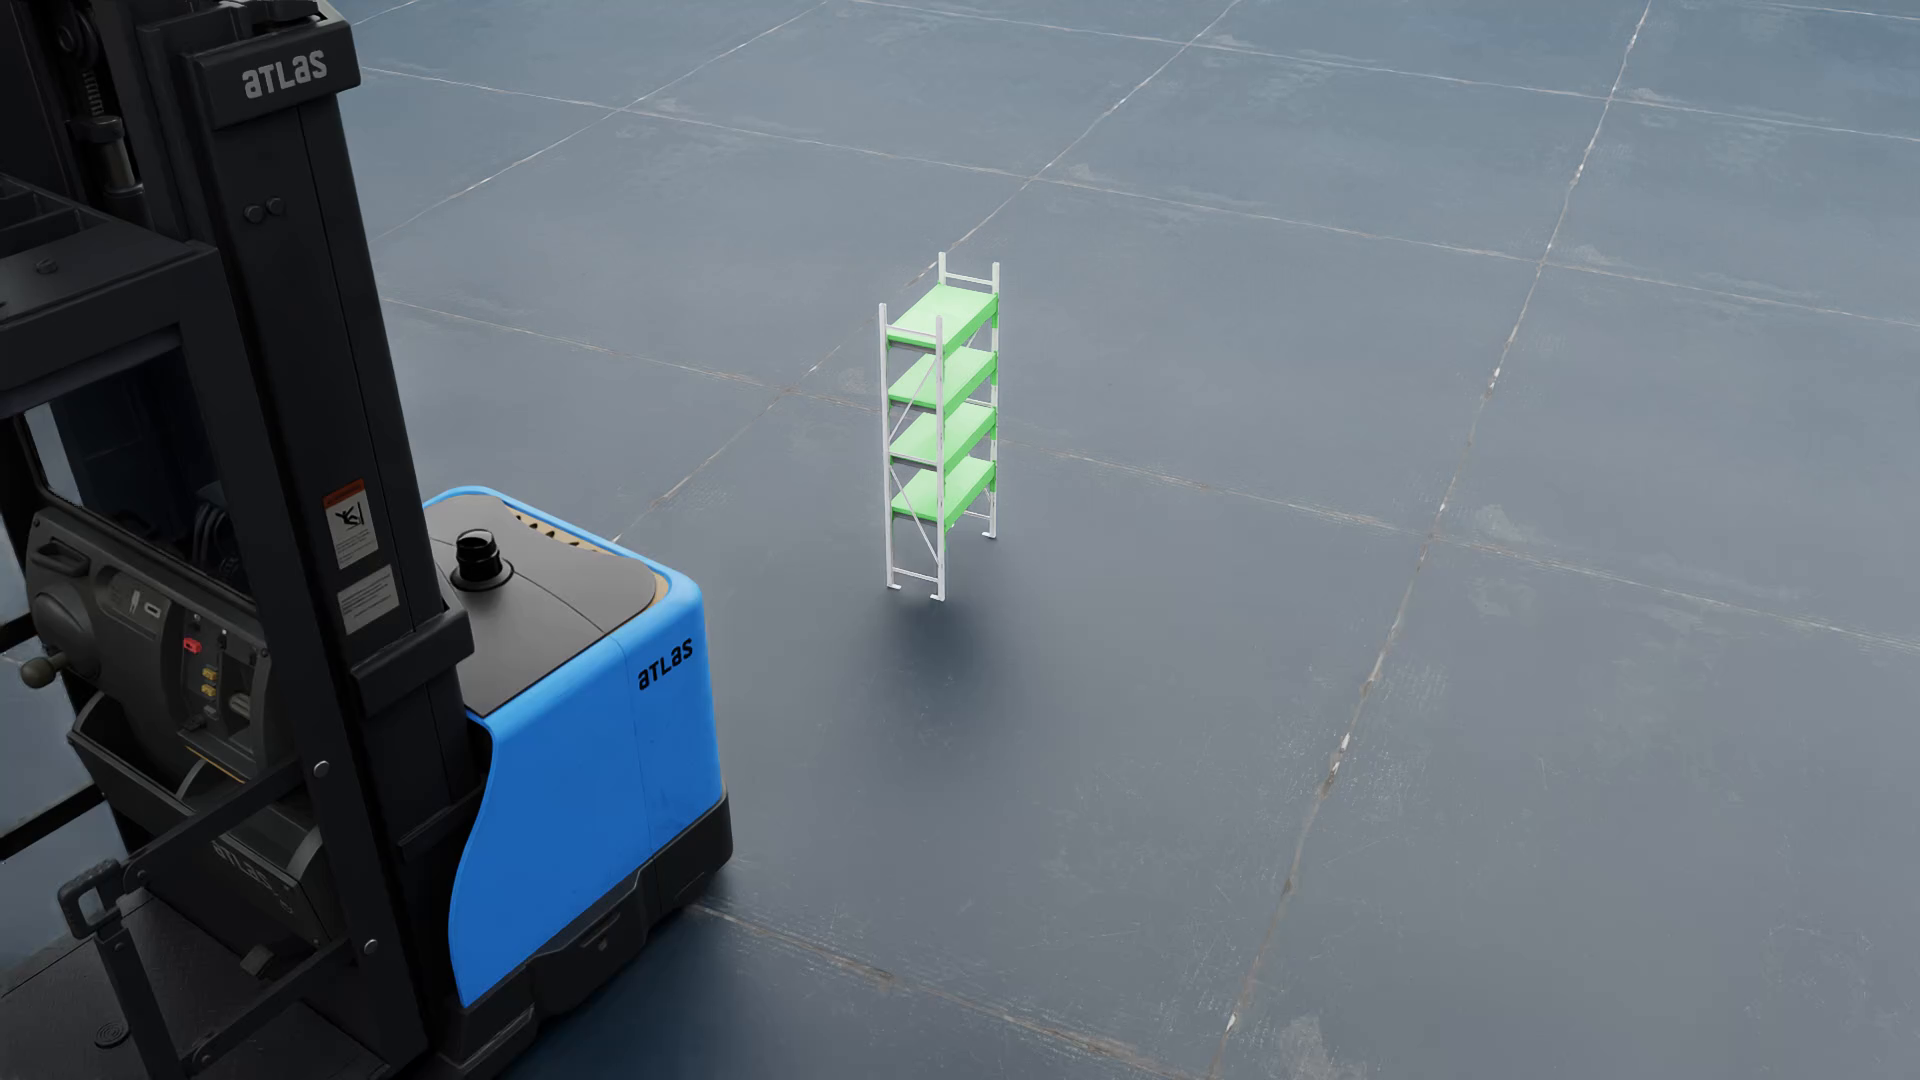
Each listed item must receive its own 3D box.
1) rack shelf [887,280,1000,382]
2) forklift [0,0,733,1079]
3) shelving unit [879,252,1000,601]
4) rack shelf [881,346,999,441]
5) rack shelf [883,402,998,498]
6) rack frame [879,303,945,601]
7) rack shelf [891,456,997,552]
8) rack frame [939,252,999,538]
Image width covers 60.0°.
[{"bbox_3d":[-0.069,-0.767,6.067,0.258,0.148,0.480,14,36,20],"label":"rack shelf"},{"bbox_3d":[-1.965,0.294,3.629,1.130,2.935,3.031,21,39,29],"label":"forklift"},{"bbox_3d":[-0.069,-0.419,6.295,0.258,1.200,0.503,14,36,20],"label":"shelving unit"},{"bbox_3d":[-0.069,-0.567,6.199,0.258,0.148,0.480,14,36,20],"label":"rack shelf"},{"bbox_3d":[-0.069,-0.366,6.330,0.258,0.148,0.480,14,36,20],"label":"rack shelf"},{"bbox_3d":[-0.171,-0.298,6.110,0.240,1.200,0.015,14,36,20],"label":"rack frame"},{"bbox_3d":[-0.069,-0.165,6.462,0.258,0.148,0.480,14,36,20],"label":"rack shelf"},{"bbox_3d":[0.033,-0.541,6.481,0.240,1.200,0.015,14,36,20],"label":"rack frame"}]
